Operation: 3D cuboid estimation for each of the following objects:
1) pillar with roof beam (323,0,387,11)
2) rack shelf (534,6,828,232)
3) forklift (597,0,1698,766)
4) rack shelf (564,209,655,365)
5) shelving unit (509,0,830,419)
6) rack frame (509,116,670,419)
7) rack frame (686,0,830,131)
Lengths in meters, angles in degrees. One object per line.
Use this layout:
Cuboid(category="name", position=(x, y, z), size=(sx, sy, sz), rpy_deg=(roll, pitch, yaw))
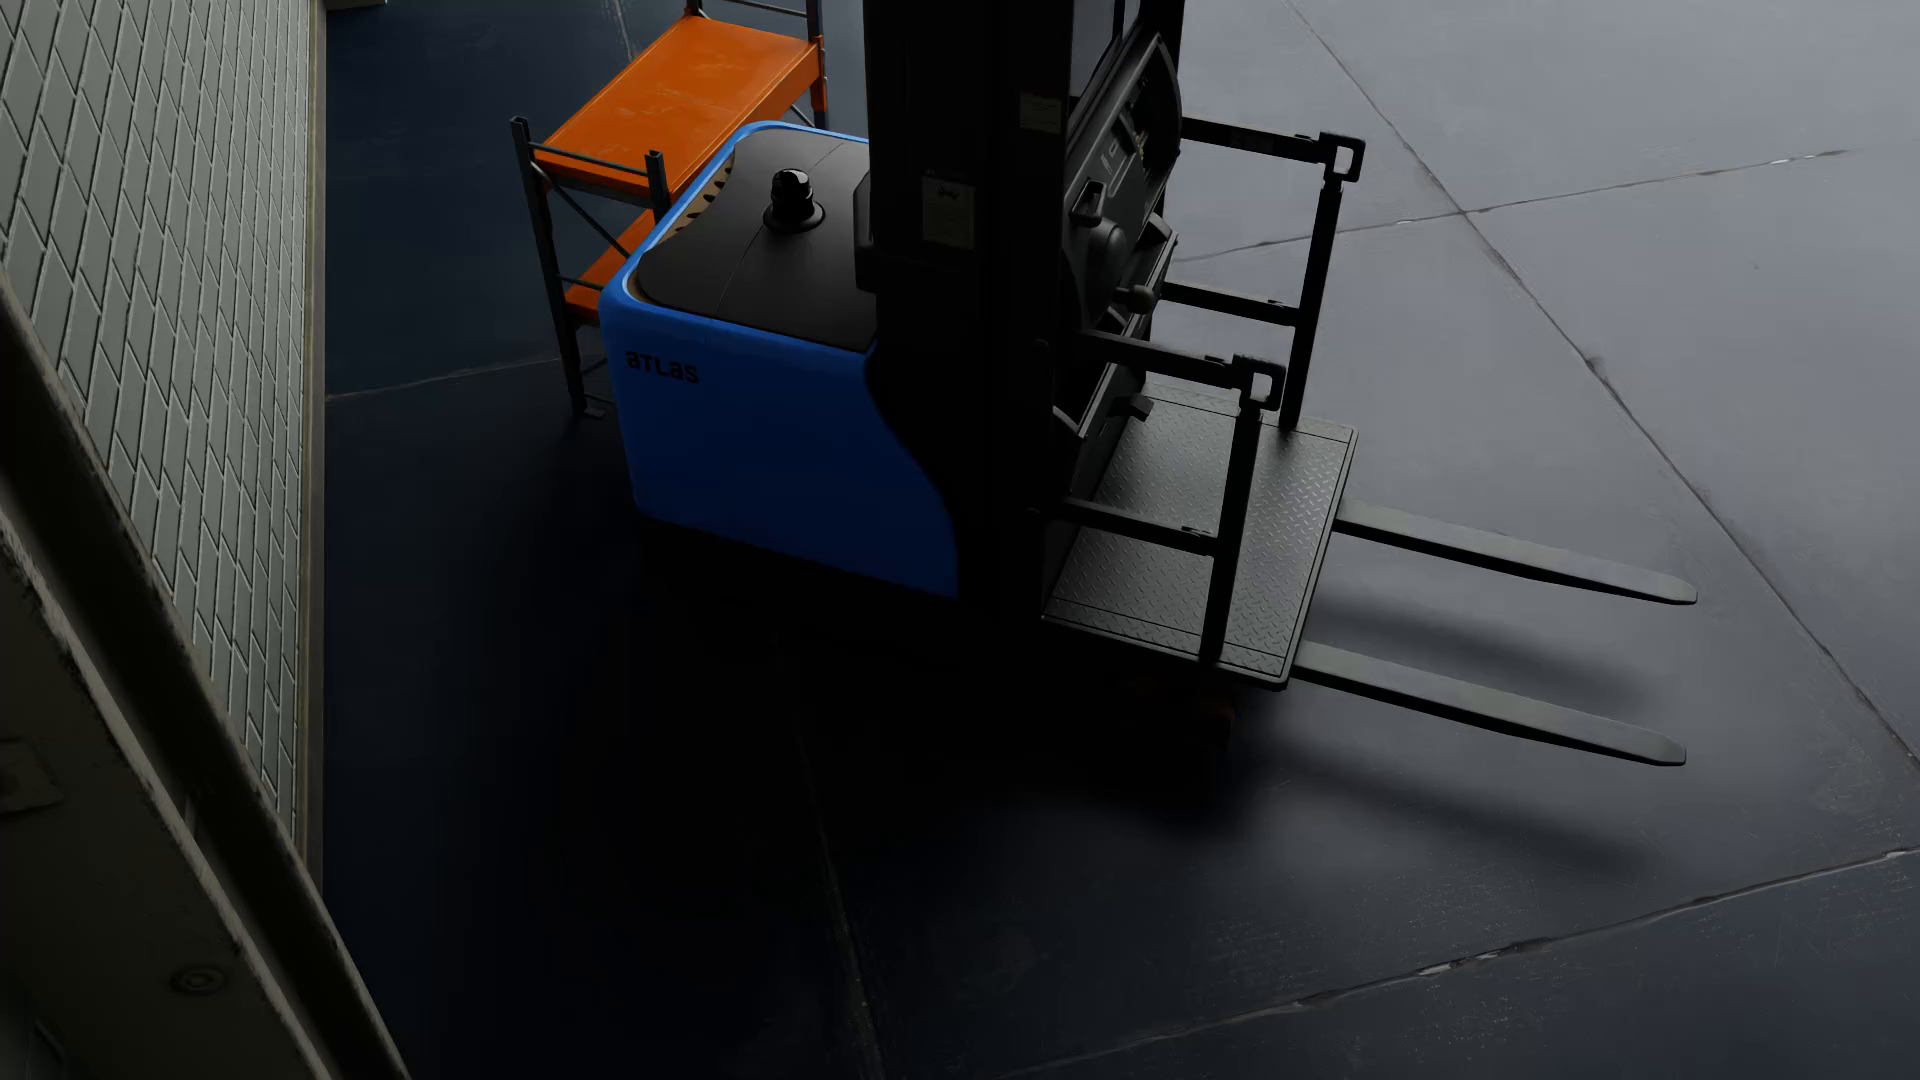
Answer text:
Cuboid(category="pillar with roof beam", position=(1.314, -6.524, 5.343), size=(9.100, 9.000, 0.400), rpy_deg=(-11, 47, -10))
Cuboid(category="rack shelf", position=(-0.888, -1.316, 5.342), size=(0.538, 0.278, 1.000), rpy_deg=(17, 48, 16))
Cuboid(category="forklift", position=(0.592, -0.873, 4.053), size=(3.031, 2.935, 1.130), rpy_deg=(15, 47, 14))
Cuboid(category="rack shelf", position=(-0.888, -0.940, 5.726), size=(0.538, 0.278, 1.000), rpy_deg=(17, 48, 16))
Cuboid(category="shelving unit", position=(-0.888, -1.111, 5.551), size=(0.538, 1.125, 1.048), rpy_deg=(17, 48, 16))
Cuboid(category="rack frame", position=(-1.088, -0.777, 5.224), size=(0.500, 1.125, 0.032), rpy_deg=(17, 48, 16))
Cuboid(category="rack frame", position=(-0.688, -1.445, 5.878), size=(0.500, 1.125, 0.032), rpy_deg=(17, 48, 16))
